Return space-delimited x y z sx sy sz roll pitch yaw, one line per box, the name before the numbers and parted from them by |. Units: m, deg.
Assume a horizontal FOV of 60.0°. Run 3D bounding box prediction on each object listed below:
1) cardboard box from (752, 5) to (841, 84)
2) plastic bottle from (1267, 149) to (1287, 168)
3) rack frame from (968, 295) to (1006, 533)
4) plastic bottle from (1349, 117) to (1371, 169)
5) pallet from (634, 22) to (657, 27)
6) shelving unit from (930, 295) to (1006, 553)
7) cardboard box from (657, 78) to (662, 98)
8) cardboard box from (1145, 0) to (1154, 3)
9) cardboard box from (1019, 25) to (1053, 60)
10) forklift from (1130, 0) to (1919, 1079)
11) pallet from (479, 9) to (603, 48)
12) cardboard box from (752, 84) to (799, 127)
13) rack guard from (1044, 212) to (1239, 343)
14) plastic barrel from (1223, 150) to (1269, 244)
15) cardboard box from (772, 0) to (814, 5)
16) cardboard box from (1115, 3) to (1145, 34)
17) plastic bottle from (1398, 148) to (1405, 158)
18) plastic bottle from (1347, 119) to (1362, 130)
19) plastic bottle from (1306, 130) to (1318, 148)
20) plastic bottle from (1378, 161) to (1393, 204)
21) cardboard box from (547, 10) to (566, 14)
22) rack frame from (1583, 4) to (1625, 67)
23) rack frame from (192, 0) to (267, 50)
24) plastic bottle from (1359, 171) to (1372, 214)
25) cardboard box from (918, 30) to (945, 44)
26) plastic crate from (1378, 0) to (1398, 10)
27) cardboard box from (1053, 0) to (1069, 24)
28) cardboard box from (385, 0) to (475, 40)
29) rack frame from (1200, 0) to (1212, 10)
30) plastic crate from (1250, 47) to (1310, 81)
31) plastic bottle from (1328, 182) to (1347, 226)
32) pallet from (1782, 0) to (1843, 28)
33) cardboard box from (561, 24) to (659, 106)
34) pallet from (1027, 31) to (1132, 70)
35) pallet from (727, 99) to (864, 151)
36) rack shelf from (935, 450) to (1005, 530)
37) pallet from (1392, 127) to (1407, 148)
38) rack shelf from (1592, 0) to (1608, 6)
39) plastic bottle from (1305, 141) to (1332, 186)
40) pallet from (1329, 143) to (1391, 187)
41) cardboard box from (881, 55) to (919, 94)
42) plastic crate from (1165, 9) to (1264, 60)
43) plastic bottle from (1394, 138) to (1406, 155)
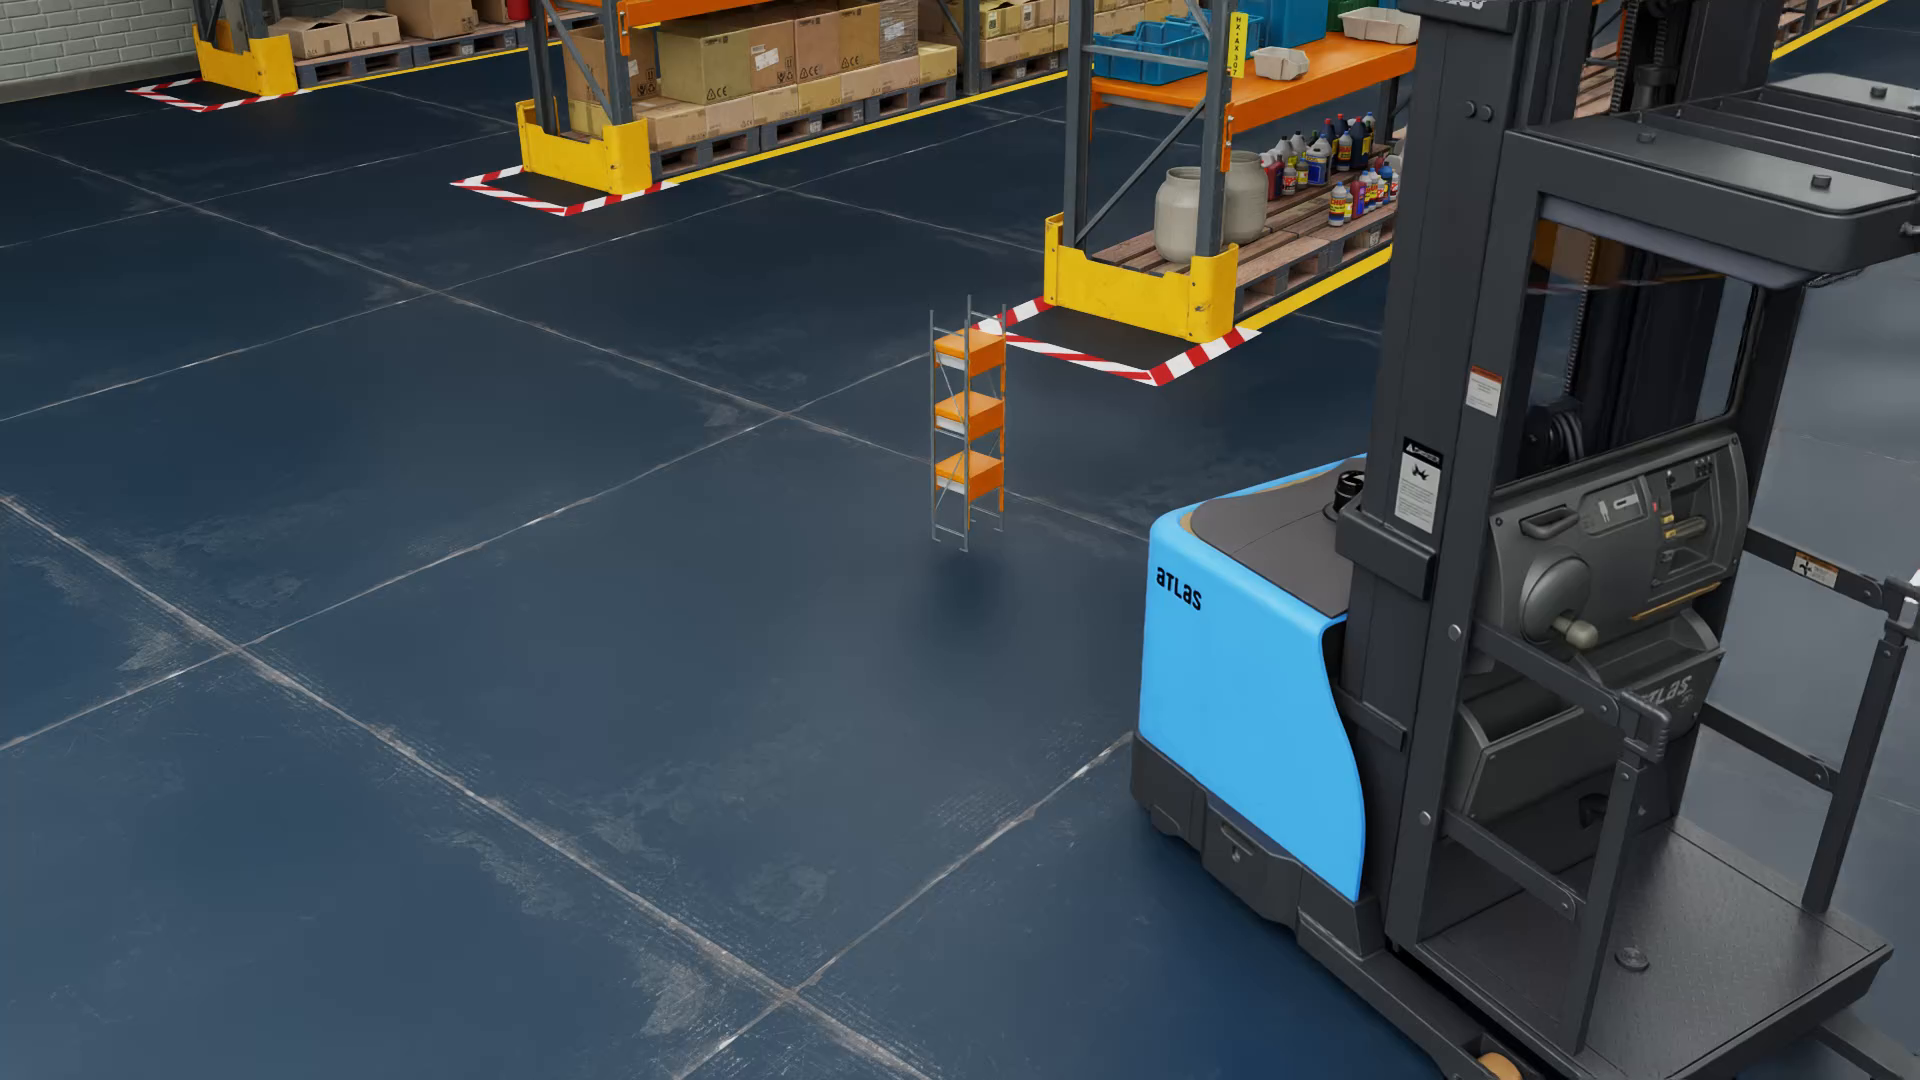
cardboard box | -1.325 -4.025 13.485 0.500 0.500 0.500 21 34 34
plastic bottle | 2.125 -2.517 11.336 0.152 0.276 0.135 20 33 33
rack frame | 0.112 -0.529 7.129 0.200 1.050 0.008 21 34 34
plastic bottle | 2.847 -2.852 11.902 0.144 0.351 0.185 21 34 34
pallet | -3.581 -5.973 18.567 1.003 0.211 1.213 21 34 34
shelving unit | 0.034 -0.485 7.045 0.215 1.050 0.252 21 34 34
cardboard box | -2.372 -3.493 13.273 0.500 0.250 0.500 21 34 34
cardboard box | 1.826 -5.677 16.885 0.500 0.311 0.500 20 34 34
cardboard box | 0.524 -4.705 15.617 0.500 0.250 0.500 22 34 36
forklift | 1.768 0.035 3.991 1.130 2.935 3.031 -16 31 -28
pallet | -4.475 -5.448 17.552 1.003 0.211 1.213 21 34 34
cardboard box | -1.648 -3.516 13.318 0.500 0.250 0.500 21 34 34
rack guard | 1.038 -1.552 9.706 1.175 0.500 0.348 21 34 34
plastic barrel | 1.704 -2.136 10.366 0.421 0.512 0.421 0 27 0
cardboard box | -1.422 -4.360 14.132 0.500 0.500 0.500 21 34 34
cardboard box | 1.501 -5.253 16.675 0.500 0.250 0.500 22 34 36
plastic bottle | 3.055 -2.564 11.345 0.144 0.351 0.185 21 34 34
plastic bottle | 2.844 -2.918 12.111 0.152 0.276 0.135 22 35 36
plastic bottle | 2.479 -2.750 11.780 0.061 0.283 0.133 23 35 37
plastic bottle | 2.830 -2.386 11.088 0.097 0.271 0.097 0 27 0
cardboard box | -4.392 -5.674 17.558 0.380 0.166 0.250 16 31 28
rack frame | 6.114 -5.458 14.536 1.000 3.000 0.127 21 34 34
rack frame | -6.619 -5.517 14.650 1.000 3.000 0.127 21 34 34
plastic bottle | 2.637 -2.278 10.880 0.097 0.271 0.097 0 27 0
cardboard box | -0.210 -4.686 15.579 0.500 0.250 0.500 20 34 34
plastic crate | 3.075 -3.502 10.917 0.499 0.251 0.616 21 34 34
cardboard box | 0.856 -5.137 15.840 0.500 0.311 0.500 19 33 33
cardboard box | -5.242 -5.269 16.412 0.700 0.500 0.500 18 33 31
rack frame | 2.294 -6.907 17.337 1.000 3.000 0.127 21 34 34
plastic crate | 1.843 -2.728 9.545 0.298 0.136 0.250 21 34 34
plastic bottle | 2.419 -2.157 10.645 0.097 0.271 0.097 0 27 0
pallet | 9.096 -5.910 18.444 1.003 0.211 1.213 21 34 34
cardboard box | -2.683 -3.646 12.753 0.500 0.500 0.500 21 34 34
pallet | 0.964 -4.957 16.603 1.003 0.211 1.213 21 34 34
pallet | -1.564 -3.546 13.875 1.003 0.211 1.213 21 34 34
rack shelf | 0.034 -0.229 7.178 0.215 0.259 0.240 21 34 34
pallet | 4.039 -3.091 12.995 1.003 0.211 1.213 21 34 34
rack shelf | 4.842 -4.429 13.330 1.077 0.370 4.000 21 34 34
plastic bottle | 2.476 -2.608 11.513 0.152 0.276 0.135 21 34 34
pallet | 3.111 -2.575 11.998 1.003 0.211 1.213 21 34 34
cardboard box | -0.702 -4.051 14.352 0.500 0.250 0.500 21 34 34
plastic crate | 1.531 -3.049 10.041 0.499 0.251 0.408 21 34 34
plastic bottle | 3.130 -2.679 11.650 0.152 0.276 0.135 21 34 34
